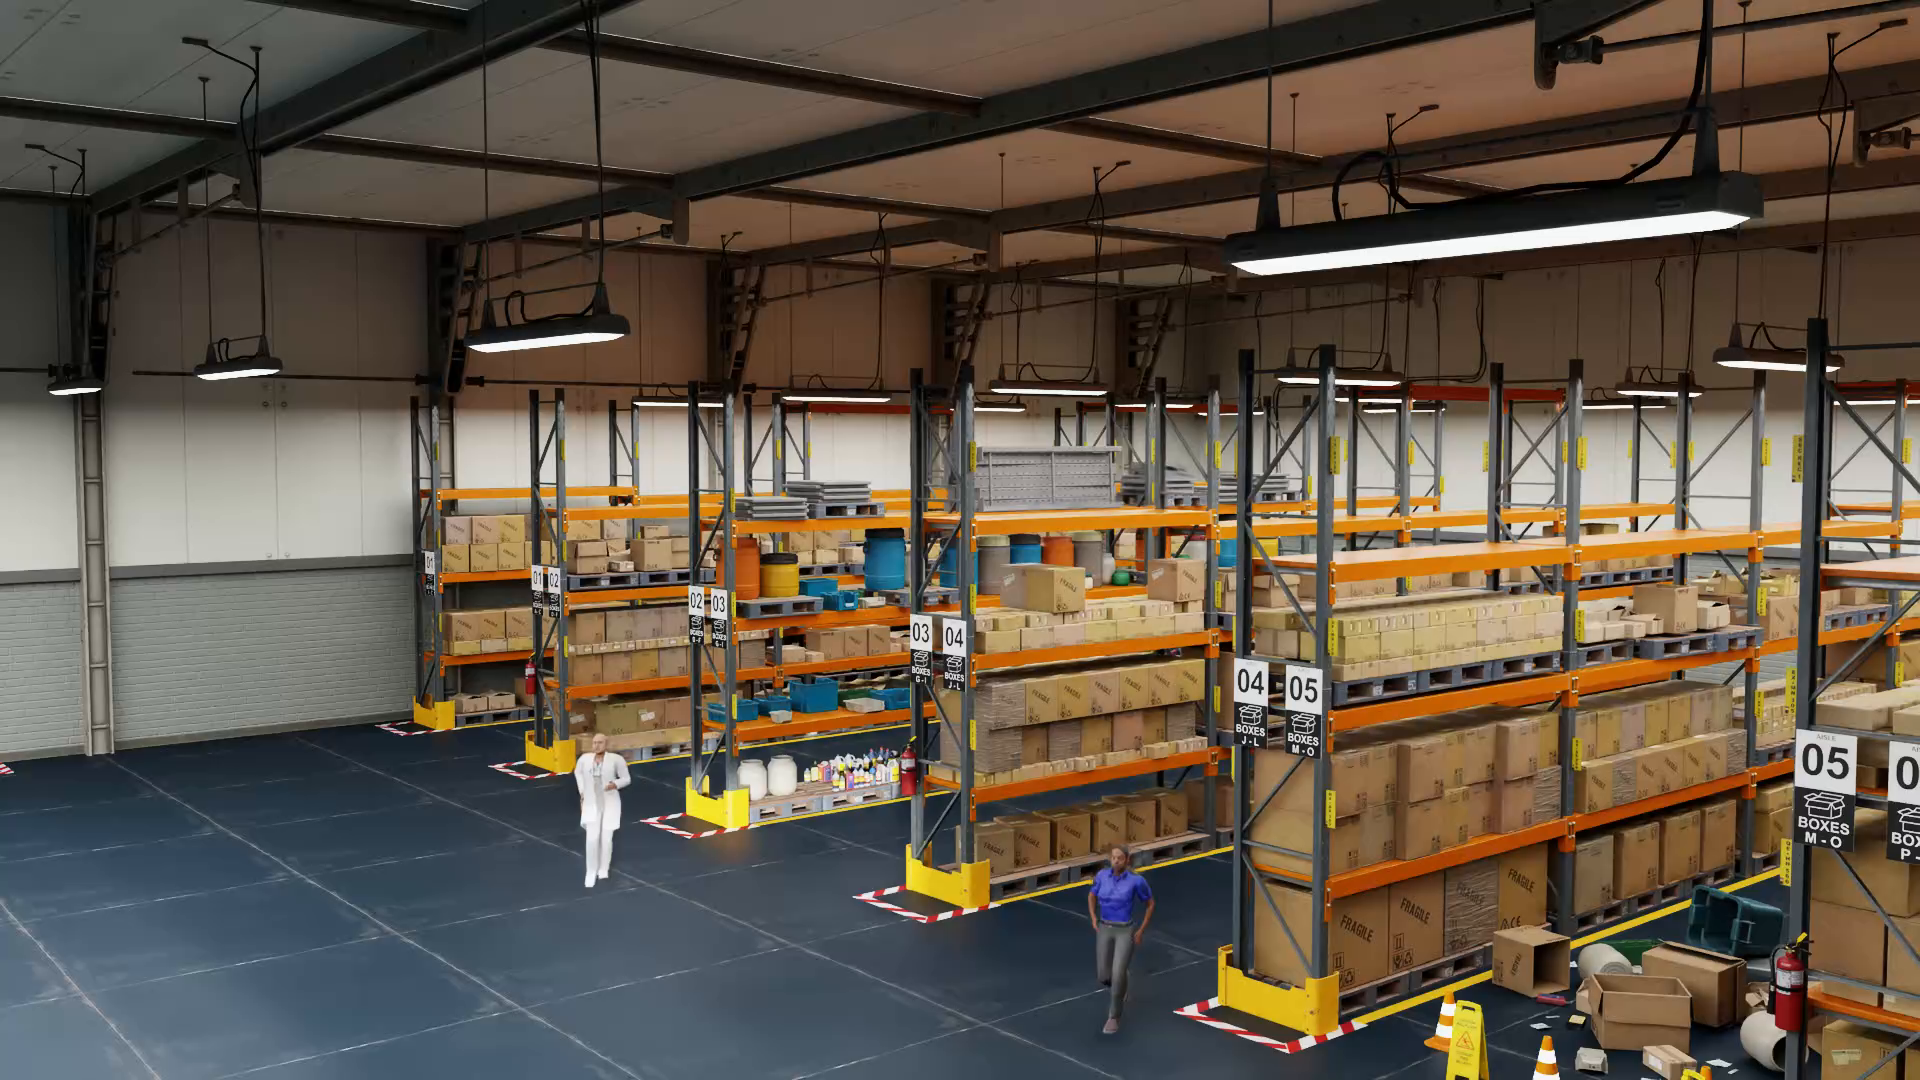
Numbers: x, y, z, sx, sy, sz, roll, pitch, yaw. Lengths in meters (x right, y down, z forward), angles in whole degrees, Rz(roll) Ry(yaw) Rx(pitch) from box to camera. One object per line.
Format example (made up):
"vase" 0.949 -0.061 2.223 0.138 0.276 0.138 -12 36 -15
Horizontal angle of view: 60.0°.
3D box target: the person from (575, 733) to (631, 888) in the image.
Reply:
"person" -4.171 3.153 19.371 0.670 1.818 0.783 0 3 -6

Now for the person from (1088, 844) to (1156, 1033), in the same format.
"person" 1.422 3.498 14.777 0.619 1.635 0.619 2 4 26
